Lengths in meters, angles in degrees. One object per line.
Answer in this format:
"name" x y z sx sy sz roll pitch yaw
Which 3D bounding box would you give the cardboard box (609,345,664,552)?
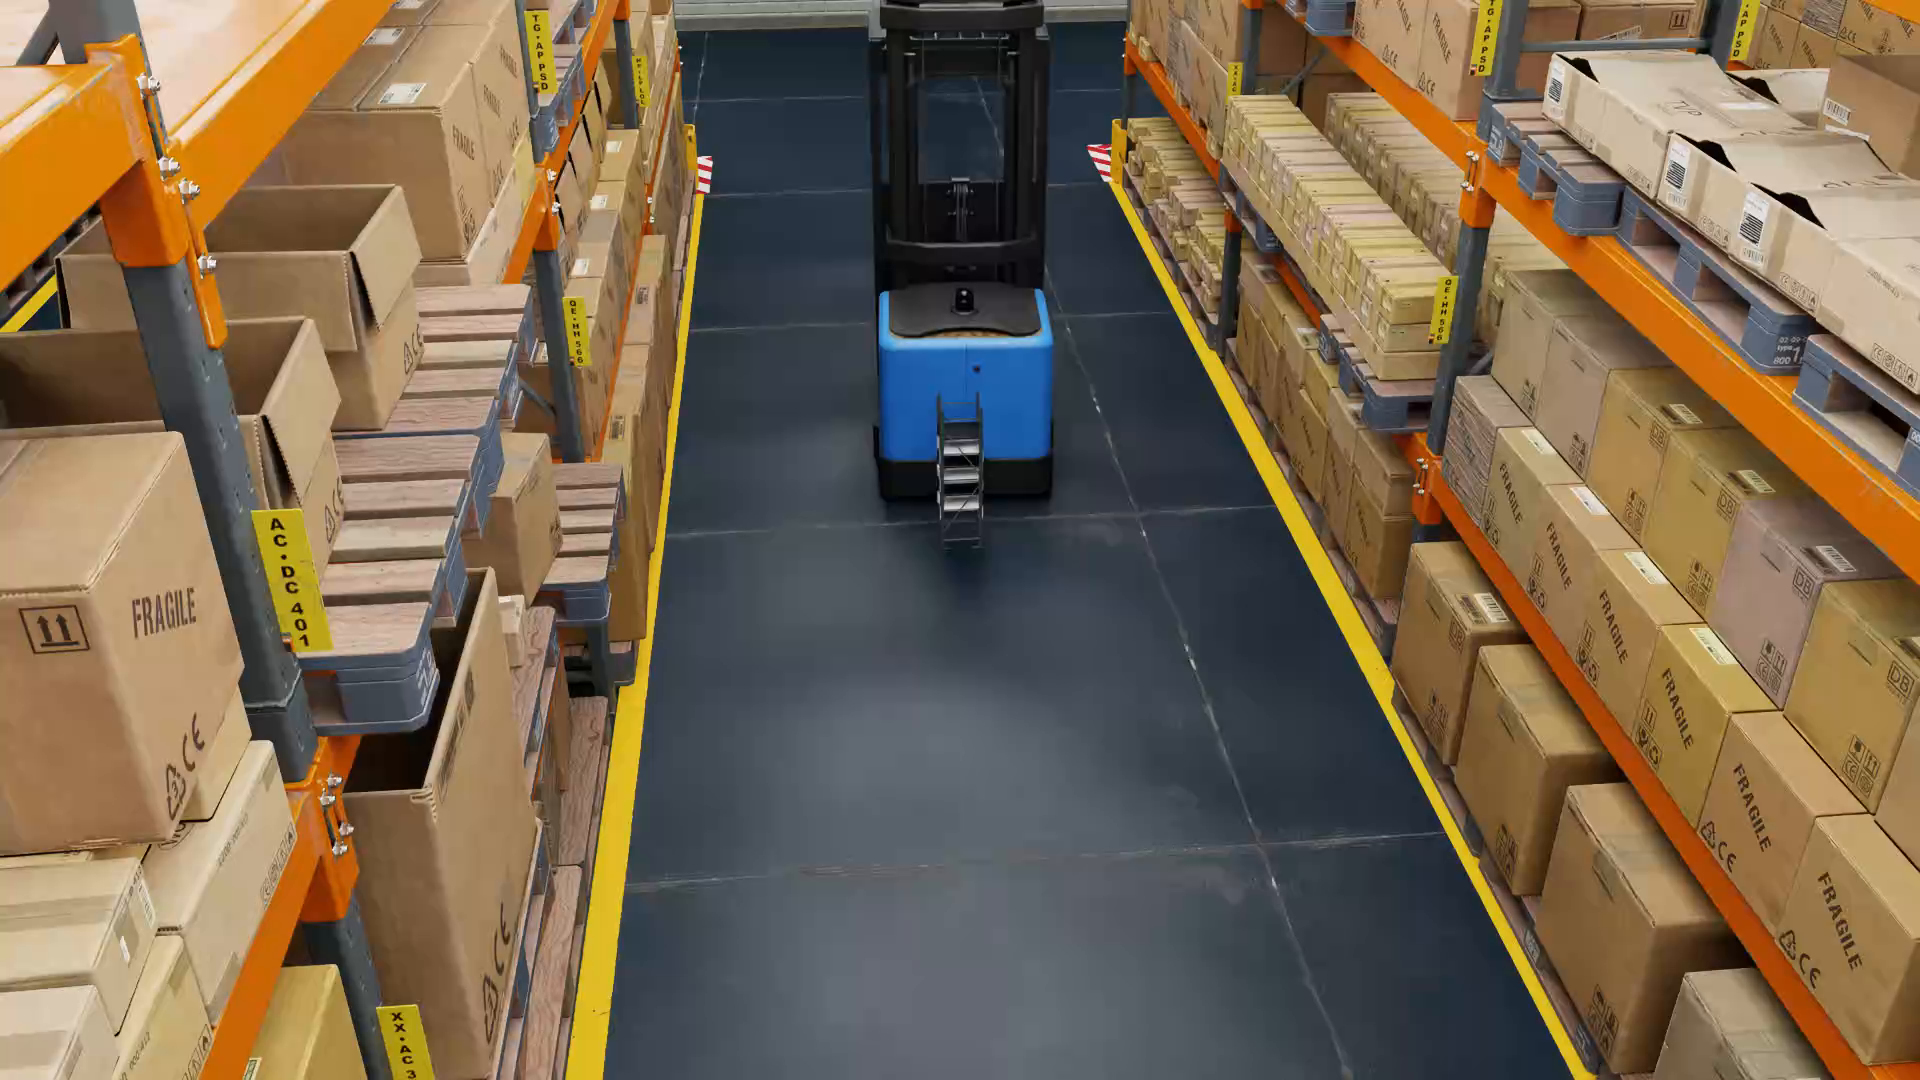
"cardboard box" -2.342 -0.496 9.319 1.225 0.875 0.875 -3 31 -4

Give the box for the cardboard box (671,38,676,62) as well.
"cardboard box" -2.583 -4.097 13.930 0.380 0.149 0.250 -2 31 -4

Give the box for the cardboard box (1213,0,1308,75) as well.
"cardboard box" 2.038 -3.475 11.280 0.500 0.500 0.500 -4 31 -6

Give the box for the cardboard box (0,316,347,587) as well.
"cardboard box" -1.794 -0.134 3.615 0.797 0.503 0.637 -4 31 -7

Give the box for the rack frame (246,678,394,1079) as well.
"rack frame" -1.849 1.623 4.108 1.000 3.000 0.127 -3 31 -5

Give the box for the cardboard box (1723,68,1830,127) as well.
"cardboard box" 3.122 -1.559 6.090 0.500 0.311 0.500 -3 31 -5

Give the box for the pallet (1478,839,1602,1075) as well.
"pallet" 2.835 1.619 6.834 1.003 0.211 1.213 -3 31 -5

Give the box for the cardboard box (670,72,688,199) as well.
"cardboard box" -2.830 -3.449 14.262 0.875 0.875 0.875 -3 31 -5

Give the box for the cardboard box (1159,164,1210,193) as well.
"cardboard box" 1.831 -2.947 13.549 0.380 0.149 0.250 -2 31 -4

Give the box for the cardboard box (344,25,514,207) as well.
"cardboard box" -1.870 -1.472 5.779 0.500 0.500 0.500 -3 31 -5

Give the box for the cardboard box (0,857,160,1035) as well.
"cardboard box" -1.487 0.645 2.578 0.380 0.149 0.250 -4 31 -7

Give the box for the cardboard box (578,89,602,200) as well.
"cardboard box" -2.476 -2.259 9.531 0.797 0.503 0.637 -2 31 -4

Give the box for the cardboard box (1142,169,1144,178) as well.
"cardboard box" 1.814 -3.234 14.610 0.380 0.149 0.250 -3 31 -5

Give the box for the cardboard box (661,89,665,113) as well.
"cardboard box" -2.440 -3.316 12.623 0.380 0.149 0.250 -4 31 -6

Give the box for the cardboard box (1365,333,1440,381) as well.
"cardboard box" 2.222 -0.908 8.180 0.380 0.149 0.250 -2 31 -4

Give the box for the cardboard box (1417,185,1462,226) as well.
"cardboard box" 2.751 -1.849 9.177 0.380 0.149 0.250 -2 31 -3

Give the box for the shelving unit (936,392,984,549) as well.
"shelving unit" -0.001 -0.390 9.527 0.258 0.900 0.210 -3 31 -5

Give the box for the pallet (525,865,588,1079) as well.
"pallet" -2.040 1.798 6.534 1.003 0.211 1.213 -3 31 -5

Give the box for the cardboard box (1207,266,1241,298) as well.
"cardboard box" 2.006 -1.877 12.049 0.380 0.149 0.250 -2 31 -4

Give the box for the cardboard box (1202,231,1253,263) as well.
"cardboard box" 1.996 -2.157 12.227 0.380 0.149 0.250 -2 31 -4

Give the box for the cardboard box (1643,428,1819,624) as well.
"cardboard box" 2.904 -0.067 5.865 0.700 0.500 0.500 -3 31 -5

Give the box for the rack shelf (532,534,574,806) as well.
"rack shelf" -2.036 0.911 6.002 1.077 0.370 4.000 -3 31 -5

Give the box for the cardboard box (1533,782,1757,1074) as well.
"cardboard box" 2.865 1.417 6.237 1.050 0.750 0.750 -3 31 -5

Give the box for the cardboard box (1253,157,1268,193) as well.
"cardboard box" 2.006 -2.228 10.101 0.380 0.149 0.250 -4 31 -7

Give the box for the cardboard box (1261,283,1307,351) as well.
"cardboard box" 2.210 -1.415 10.491 0.500 0.250 0.500 -2 31 -3

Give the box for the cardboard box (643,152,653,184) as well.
"cardboard box" -2.293 -2.521 11.290 0.380 0.149 0.250 -3 31 -4

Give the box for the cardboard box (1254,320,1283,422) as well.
"cardboard box" 2.208 -1.095 10.686 0.500 0.500 0.500 -1 31 -2

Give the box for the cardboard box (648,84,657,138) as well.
"cardboard box" -2.421 -3.031 11.757 0.500 0.250 0.500 -3 31 -5

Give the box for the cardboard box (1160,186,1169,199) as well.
"cardboard box" 1.887 -2.964 13.868 0.380 0.149 0.250 -4 31 -7

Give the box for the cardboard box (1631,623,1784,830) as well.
"cardboard box" 2.690 0.624 5.683 0.500 0.500 0.500 -2 31 -4

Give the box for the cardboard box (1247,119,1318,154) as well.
"cardboard box" 1.984 -2.479 10.231 0.380 0.149 0.250 -2 31 -4

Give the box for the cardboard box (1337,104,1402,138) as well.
"cardboard box" 2.609 -2.643 10.505 0.380 0.149 0.250 -4 31 -6

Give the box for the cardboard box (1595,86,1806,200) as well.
"cardboard box" 2.621 -1.416 5.910 0.500 0.250 0.500 -2 31 -3

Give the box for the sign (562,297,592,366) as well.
"sign" -1.683 -0.913 7.302 0.100 0.325 0.005 -3 31 -5

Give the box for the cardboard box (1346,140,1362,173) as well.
"cardboard box" 2.631 -2.393 10.377 0.380 0.149 0.250 -1 31 -2

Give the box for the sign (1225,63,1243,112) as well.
"sign" 1.812 -2.989 10.986 0.100 0.325 0.005 -3 31 -5

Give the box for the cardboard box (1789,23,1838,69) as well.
"cardboard box" 6.858 -3.722 12.960 0.500 0.500 0.500 -3 31 -5

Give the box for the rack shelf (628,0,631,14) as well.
"rack shelf" -2.783 -4.462 12.071 1.077 0.370 4.000 -3 31 -5

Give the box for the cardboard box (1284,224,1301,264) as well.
"cardboard box" 2.078 -1.702 9.510 0.380 0.149 0.250 -4 31 -7

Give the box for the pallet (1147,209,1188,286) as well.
"pallet" 2.136 -2.416 13.589 1.003 0.211 1.213 -3 31 -5

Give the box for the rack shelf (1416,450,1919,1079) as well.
"rack shelf" 2.912 0.725 6.314 1.077 0.370 4.000 -3 31 -5

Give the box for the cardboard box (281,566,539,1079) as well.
"cardboard box" -1.784 0.773 4.537 1.000 1.000 1.000 -3 31 -4

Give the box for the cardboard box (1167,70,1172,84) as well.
"cardboard box" 1.875 -3.740 13.332 0.380 0.149 0.250 -3 31 -6

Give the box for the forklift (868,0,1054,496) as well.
"forklift" -0.015 -2.245 10.651 1.130 2.935 3.031 -1 31 -2

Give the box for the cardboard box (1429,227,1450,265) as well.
"cardboard box" 2.778 -1.592 9.037 0.380 0.149 0.250 -3 31 -5

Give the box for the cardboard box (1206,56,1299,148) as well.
"cardboard box" 2.025 -3.052 11.547 0.500 0.500 0.500 -3 31 -5

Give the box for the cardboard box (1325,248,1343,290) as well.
"cardboard box" 2.149 -1.434 8.772 0.380 0.149 0.250 -3 31 -4

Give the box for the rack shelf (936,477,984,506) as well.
"rack shelf" -0.001 -0.285 9.590 0.258 0.077 0.200 -3 31 -5

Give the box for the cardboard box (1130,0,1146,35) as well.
"cardboard box" 1.745 -4.618 14.169 0.500 0.500 0.500 -1 31 -2

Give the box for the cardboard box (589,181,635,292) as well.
"cardboard box" -2.185 -1.759 9.673 0.500 0.500 0.500 -3 31 -5

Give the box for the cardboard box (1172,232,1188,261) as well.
"cardboard box" 1.879 -2.316 13.074 0.380 0.149 0.250 -3 31 -5

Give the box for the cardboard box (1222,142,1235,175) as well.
"cardboard box" 1.930 -2.497 10.841 0.380 0.149 0.250 -4 31 -7

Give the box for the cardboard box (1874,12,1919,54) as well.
"cardboard box" 6.951 -3.636 11.841 0.500 0.500 0.500 -3 31 -5

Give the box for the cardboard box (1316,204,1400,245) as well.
"cardboard box" 2.132 -1.683 8.898 0.380 0.149 0.250 -3 31 -5

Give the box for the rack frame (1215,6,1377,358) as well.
"rack frame" 2.352 -2.648 11.258 1.000 3.000 0.127 -3 31 -5

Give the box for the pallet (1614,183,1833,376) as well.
"pallet" 2.946 -0.915 5.616 1.003 0.211 1.213 -1 31 -2

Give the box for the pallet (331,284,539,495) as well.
"pallet" -1.900 -0.434 4.810 1.213 0.211 1.003 -3 31 -5
